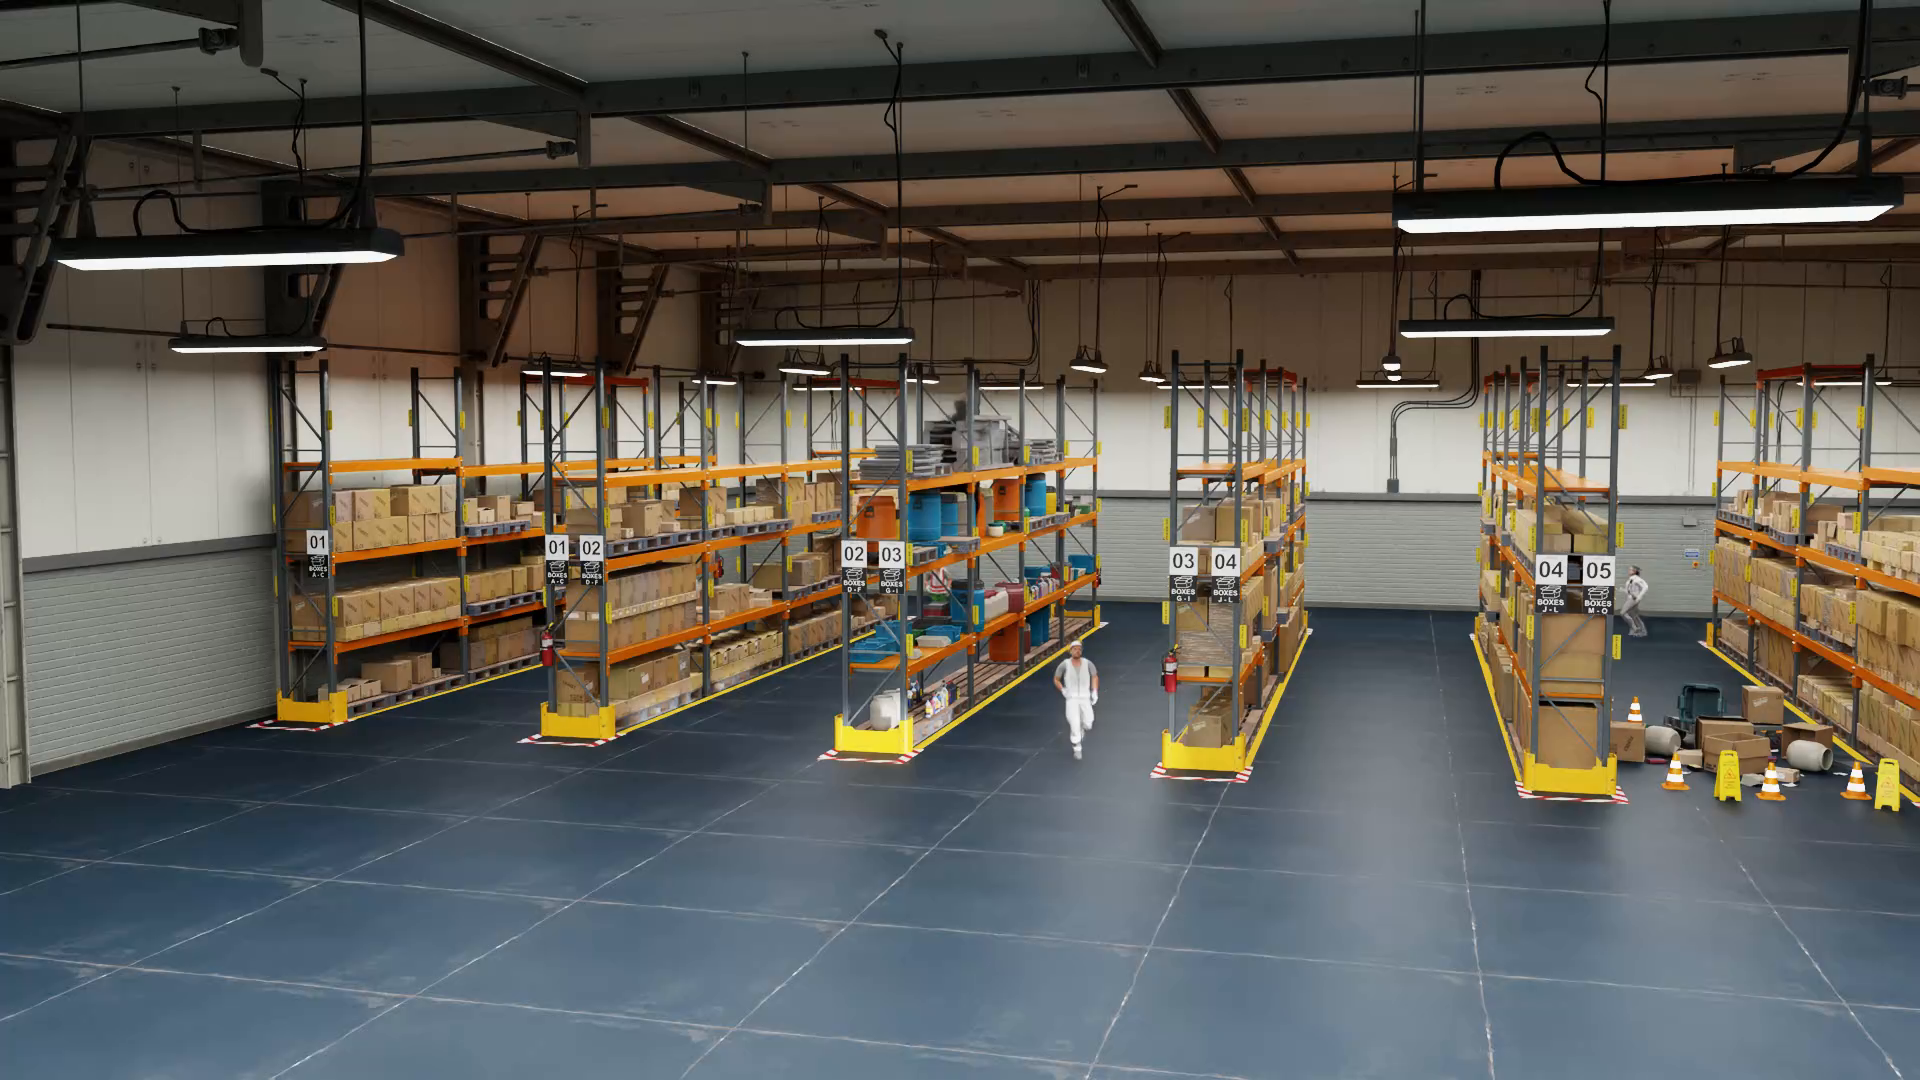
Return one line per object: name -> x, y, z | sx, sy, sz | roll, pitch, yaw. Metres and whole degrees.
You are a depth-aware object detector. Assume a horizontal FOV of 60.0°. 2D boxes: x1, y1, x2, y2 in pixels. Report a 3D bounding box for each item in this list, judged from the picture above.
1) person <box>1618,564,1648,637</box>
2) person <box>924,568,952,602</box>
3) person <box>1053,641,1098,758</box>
person -> 15.545, 1.396, 38.412 | 0.670, 1.676, 0.528 | 1, 4, 13
person -> -0.543, 1.280, 39.605 | 0.664, 1.747, 0.590 | 0, 4, 7
person -> 1.741, 2.363, 24.849 | 0.676, 1.725, 0.617 | -1, 4, -9
